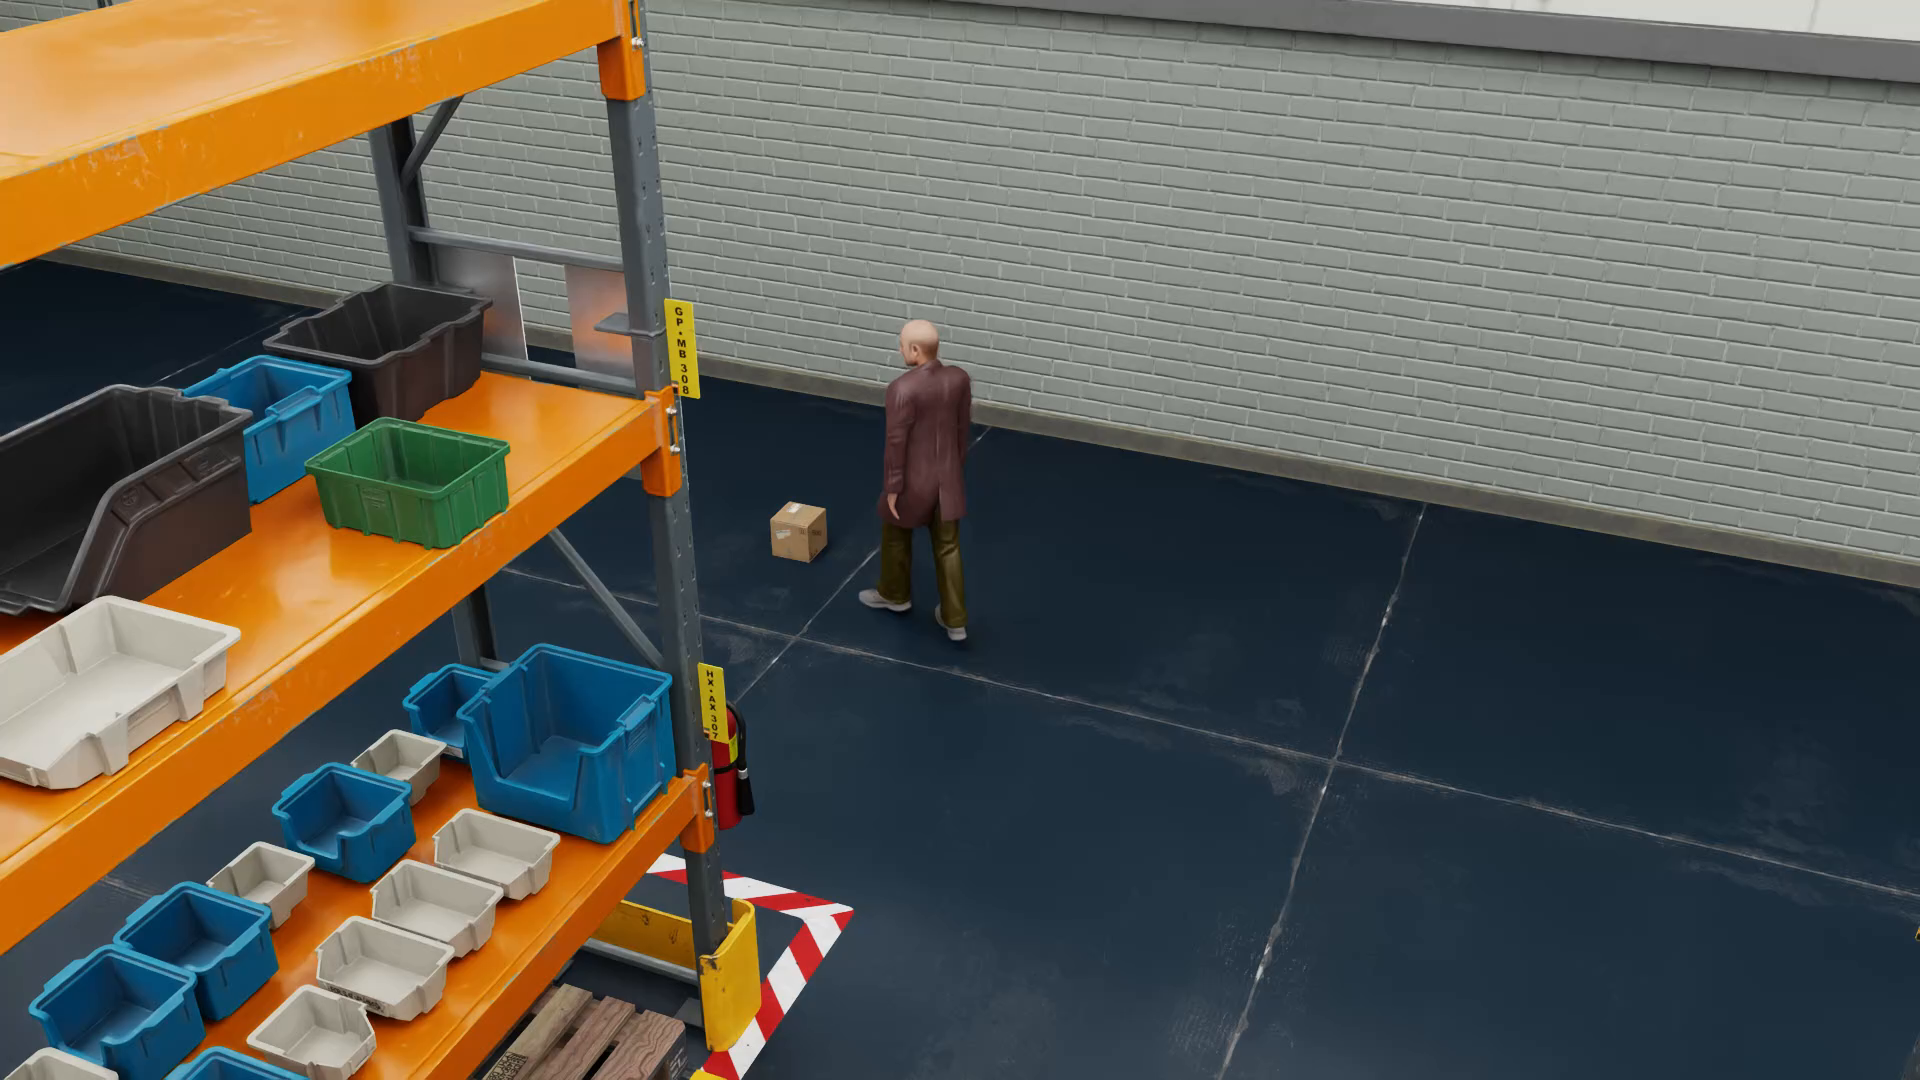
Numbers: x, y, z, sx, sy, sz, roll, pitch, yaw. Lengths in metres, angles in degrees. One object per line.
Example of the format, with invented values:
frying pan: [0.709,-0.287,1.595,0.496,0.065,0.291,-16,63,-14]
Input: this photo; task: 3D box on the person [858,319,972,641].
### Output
person: [-0.197,-0.333,9.008,0.599,1.791,0.801,-16,33,-26]
